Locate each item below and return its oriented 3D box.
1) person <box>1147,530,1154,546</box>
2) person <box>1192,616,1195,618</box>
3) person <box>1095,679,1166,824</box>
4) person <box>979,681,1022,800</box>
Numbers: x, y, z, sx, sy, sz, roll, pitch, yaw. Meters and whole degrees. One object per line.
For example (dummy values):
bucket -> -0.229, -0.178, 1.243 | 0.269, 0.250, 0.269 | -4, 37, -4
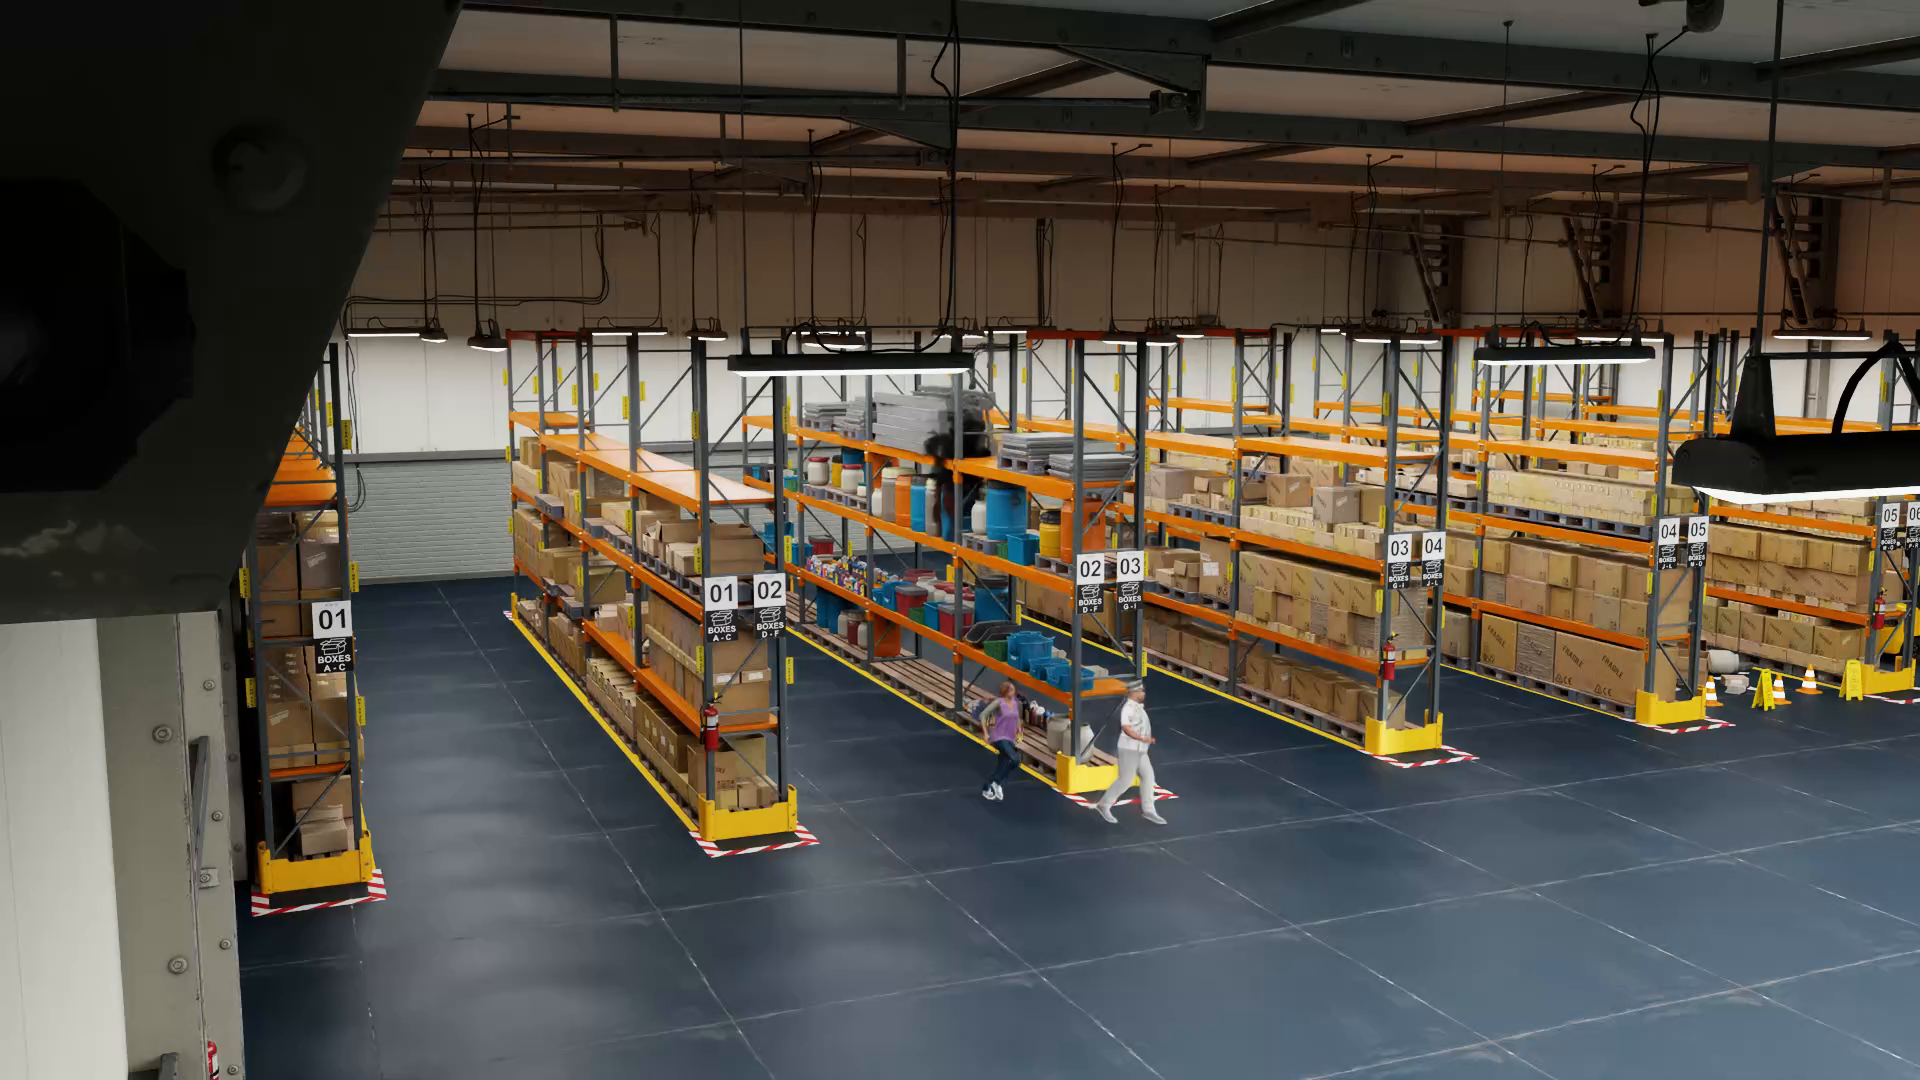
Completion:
person -> 4.625, -0.208, 41.584 | 0.824, 1.773, 0.704 | -1, 8, -5
person -> 4.573, 1.058, 32.925 | 0.641, 1.624, 0.650 | -3, 8, -19
person -> 2.186, 2.627, 20.821 | 0.883, 1.772, 0.723 | 2, 8, 17
person -> 0.604, 2.617, 21.690 | 0.585, 1.533, 0.537 | 7, 10, 41
